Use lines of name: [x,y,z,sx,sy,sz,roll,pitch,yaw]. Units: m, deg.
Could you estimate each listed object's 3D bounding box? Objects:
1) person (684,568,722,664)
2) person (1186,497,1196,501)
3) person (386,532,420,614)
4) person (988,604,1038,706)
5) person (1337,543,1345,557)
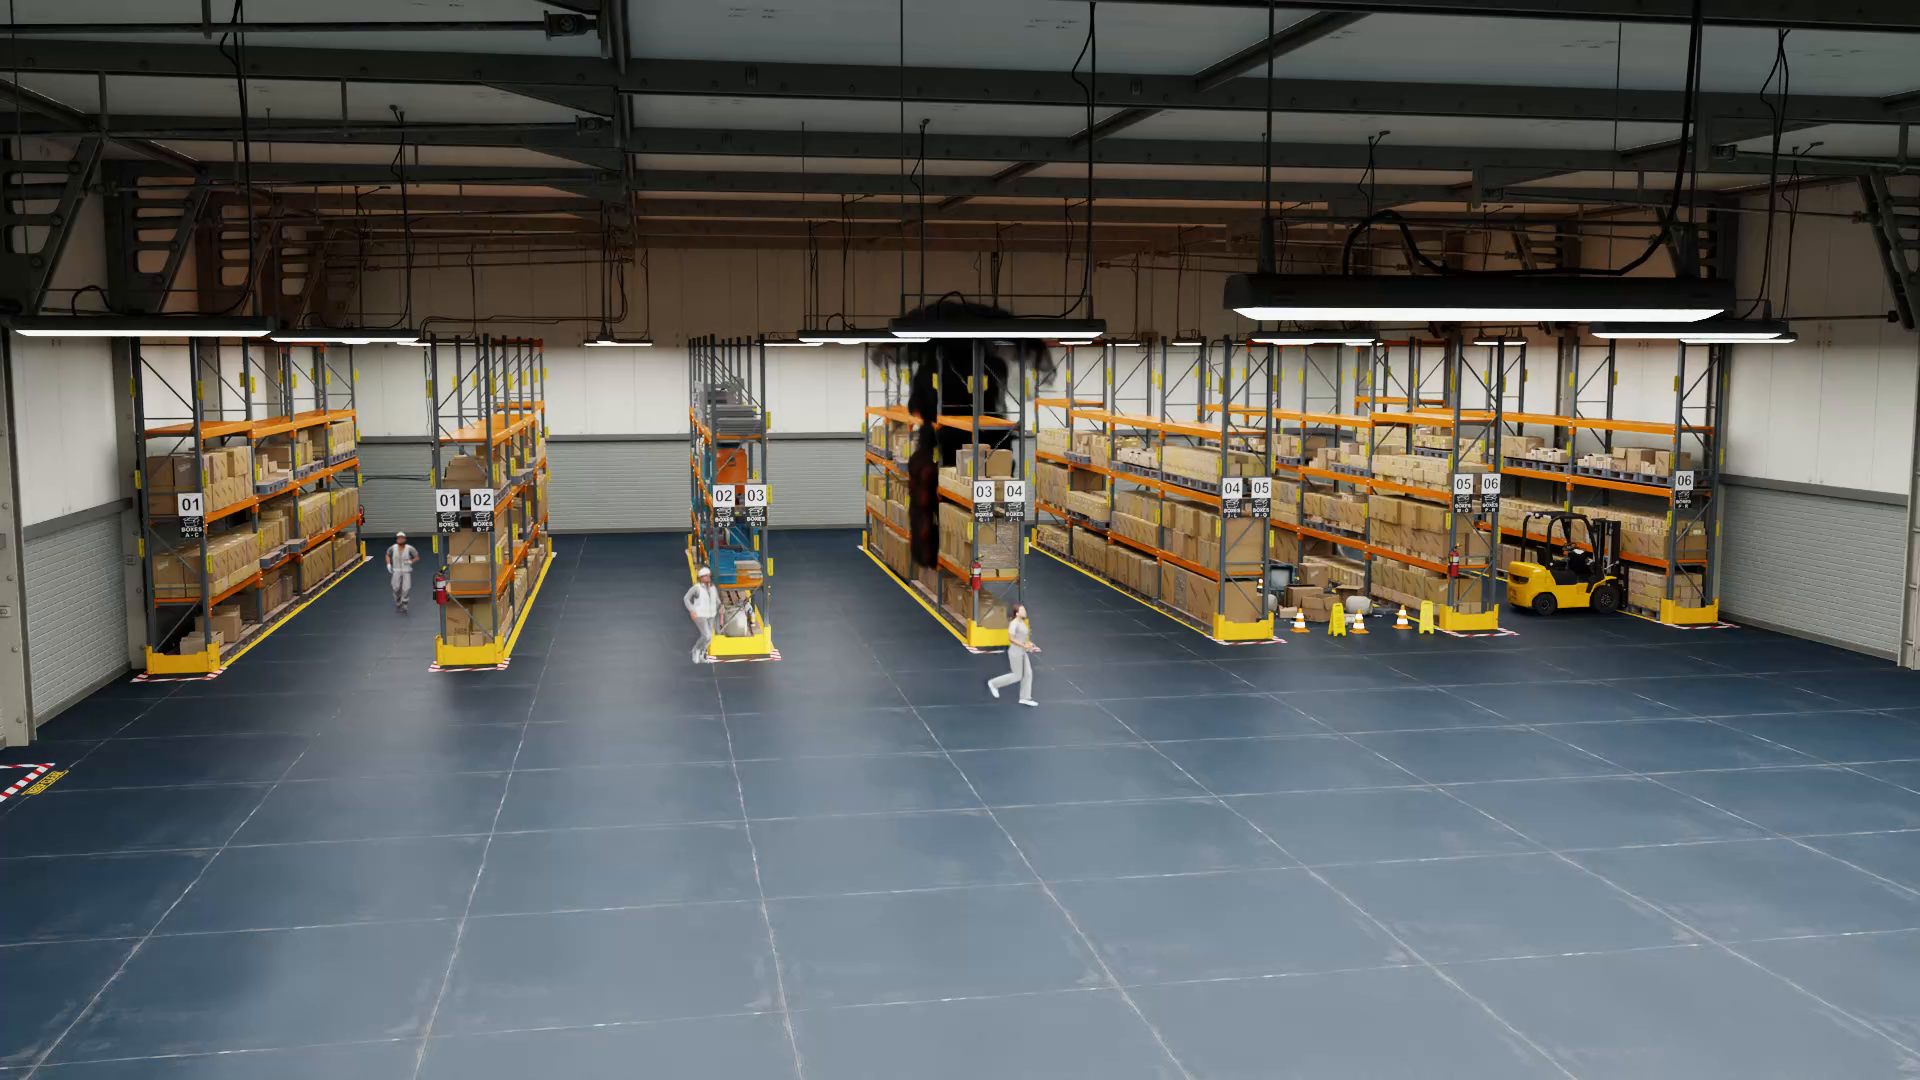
person: [-4.582,1.370,30.049,0.626,1.735,0.662,6,9,41]
person: [7.080,-0.893,50.893,0.542,1.593,0.624,1,7,12]
person: [-12.073,0.714,36.013,0.719,1.767,0.590,-1,7,-10]
person: [0.884,1.843,26.896,0.808,1.661,0.575,2,7,19]
person: [10.090,-0.218,44.390,0.614,1.676,0.909,-2,7,-18]
